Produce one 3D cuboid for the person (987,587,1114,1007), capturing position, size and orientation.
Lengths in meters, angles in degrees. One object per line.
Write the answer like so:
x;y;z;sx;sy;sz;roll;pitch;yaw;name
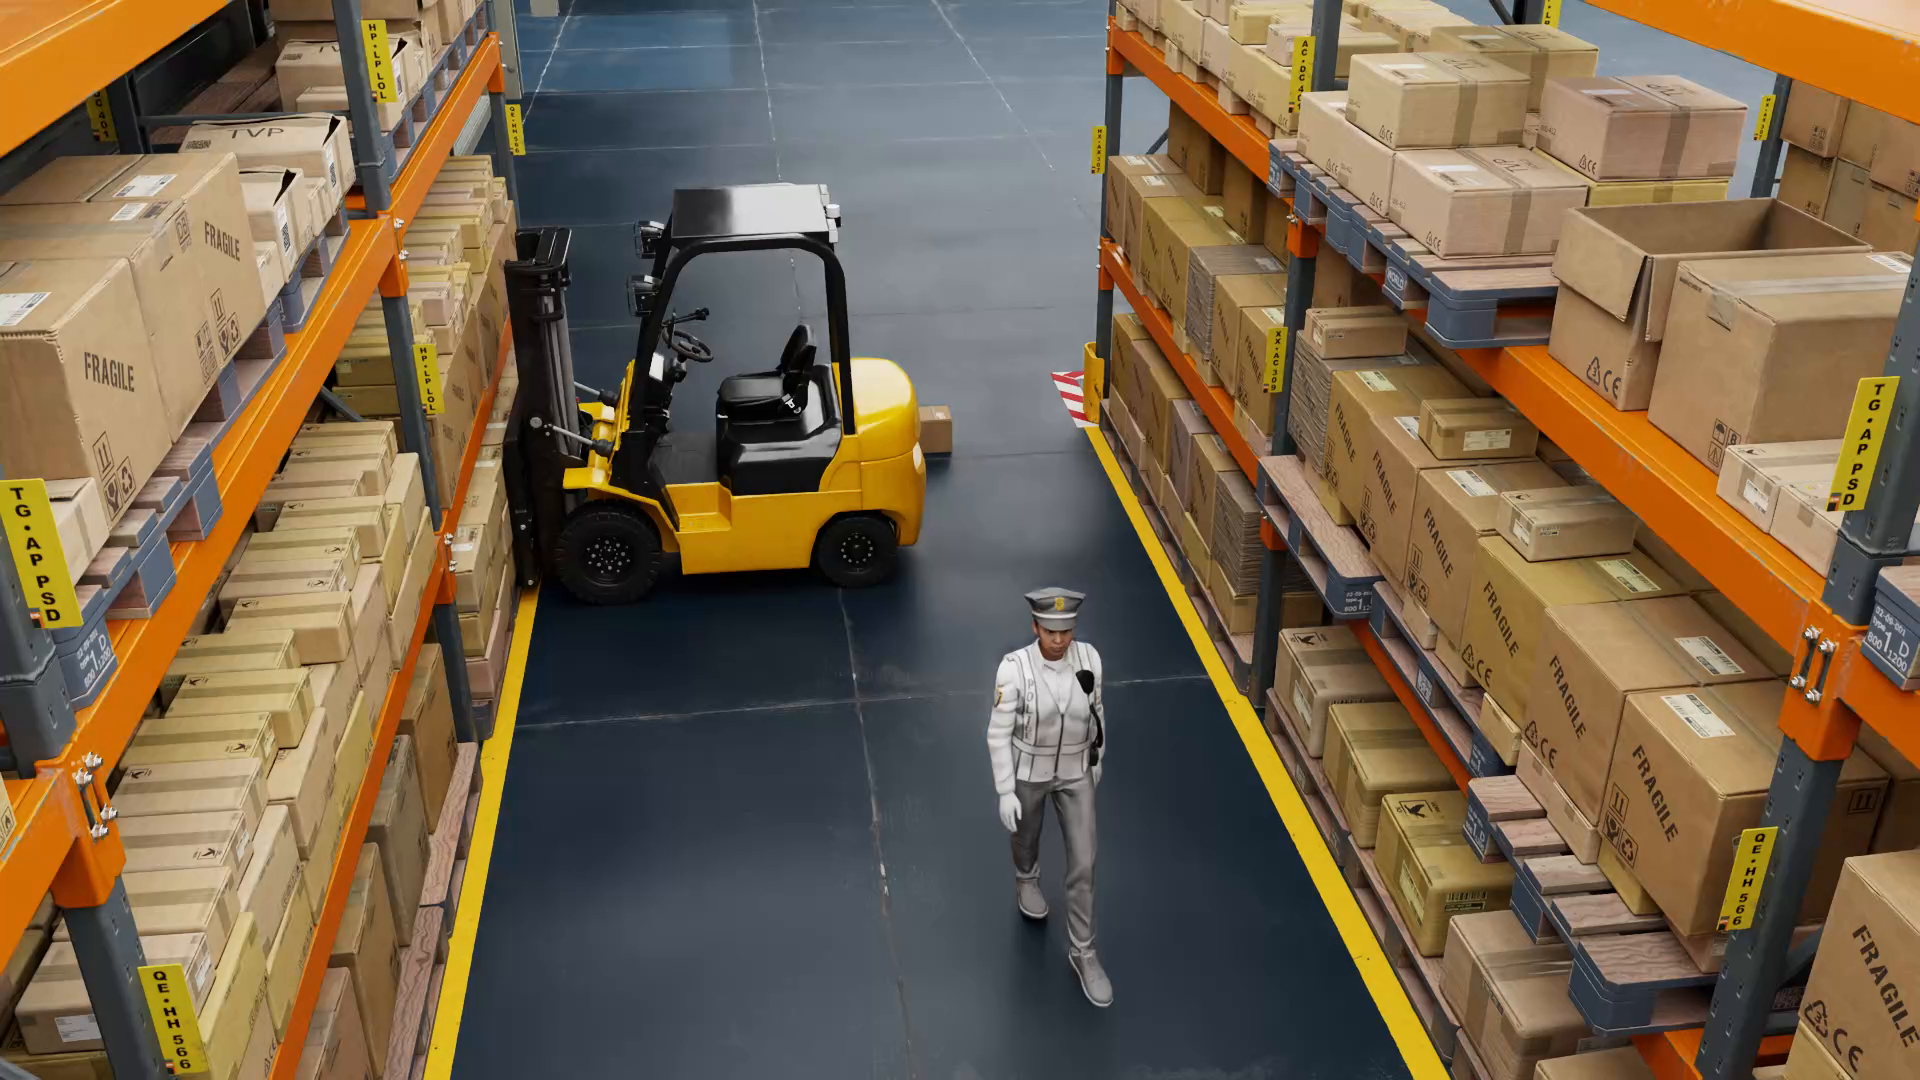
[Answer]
0.373;0.979;6.693;0.525;1.695;0.810;-5;28;-9;person
